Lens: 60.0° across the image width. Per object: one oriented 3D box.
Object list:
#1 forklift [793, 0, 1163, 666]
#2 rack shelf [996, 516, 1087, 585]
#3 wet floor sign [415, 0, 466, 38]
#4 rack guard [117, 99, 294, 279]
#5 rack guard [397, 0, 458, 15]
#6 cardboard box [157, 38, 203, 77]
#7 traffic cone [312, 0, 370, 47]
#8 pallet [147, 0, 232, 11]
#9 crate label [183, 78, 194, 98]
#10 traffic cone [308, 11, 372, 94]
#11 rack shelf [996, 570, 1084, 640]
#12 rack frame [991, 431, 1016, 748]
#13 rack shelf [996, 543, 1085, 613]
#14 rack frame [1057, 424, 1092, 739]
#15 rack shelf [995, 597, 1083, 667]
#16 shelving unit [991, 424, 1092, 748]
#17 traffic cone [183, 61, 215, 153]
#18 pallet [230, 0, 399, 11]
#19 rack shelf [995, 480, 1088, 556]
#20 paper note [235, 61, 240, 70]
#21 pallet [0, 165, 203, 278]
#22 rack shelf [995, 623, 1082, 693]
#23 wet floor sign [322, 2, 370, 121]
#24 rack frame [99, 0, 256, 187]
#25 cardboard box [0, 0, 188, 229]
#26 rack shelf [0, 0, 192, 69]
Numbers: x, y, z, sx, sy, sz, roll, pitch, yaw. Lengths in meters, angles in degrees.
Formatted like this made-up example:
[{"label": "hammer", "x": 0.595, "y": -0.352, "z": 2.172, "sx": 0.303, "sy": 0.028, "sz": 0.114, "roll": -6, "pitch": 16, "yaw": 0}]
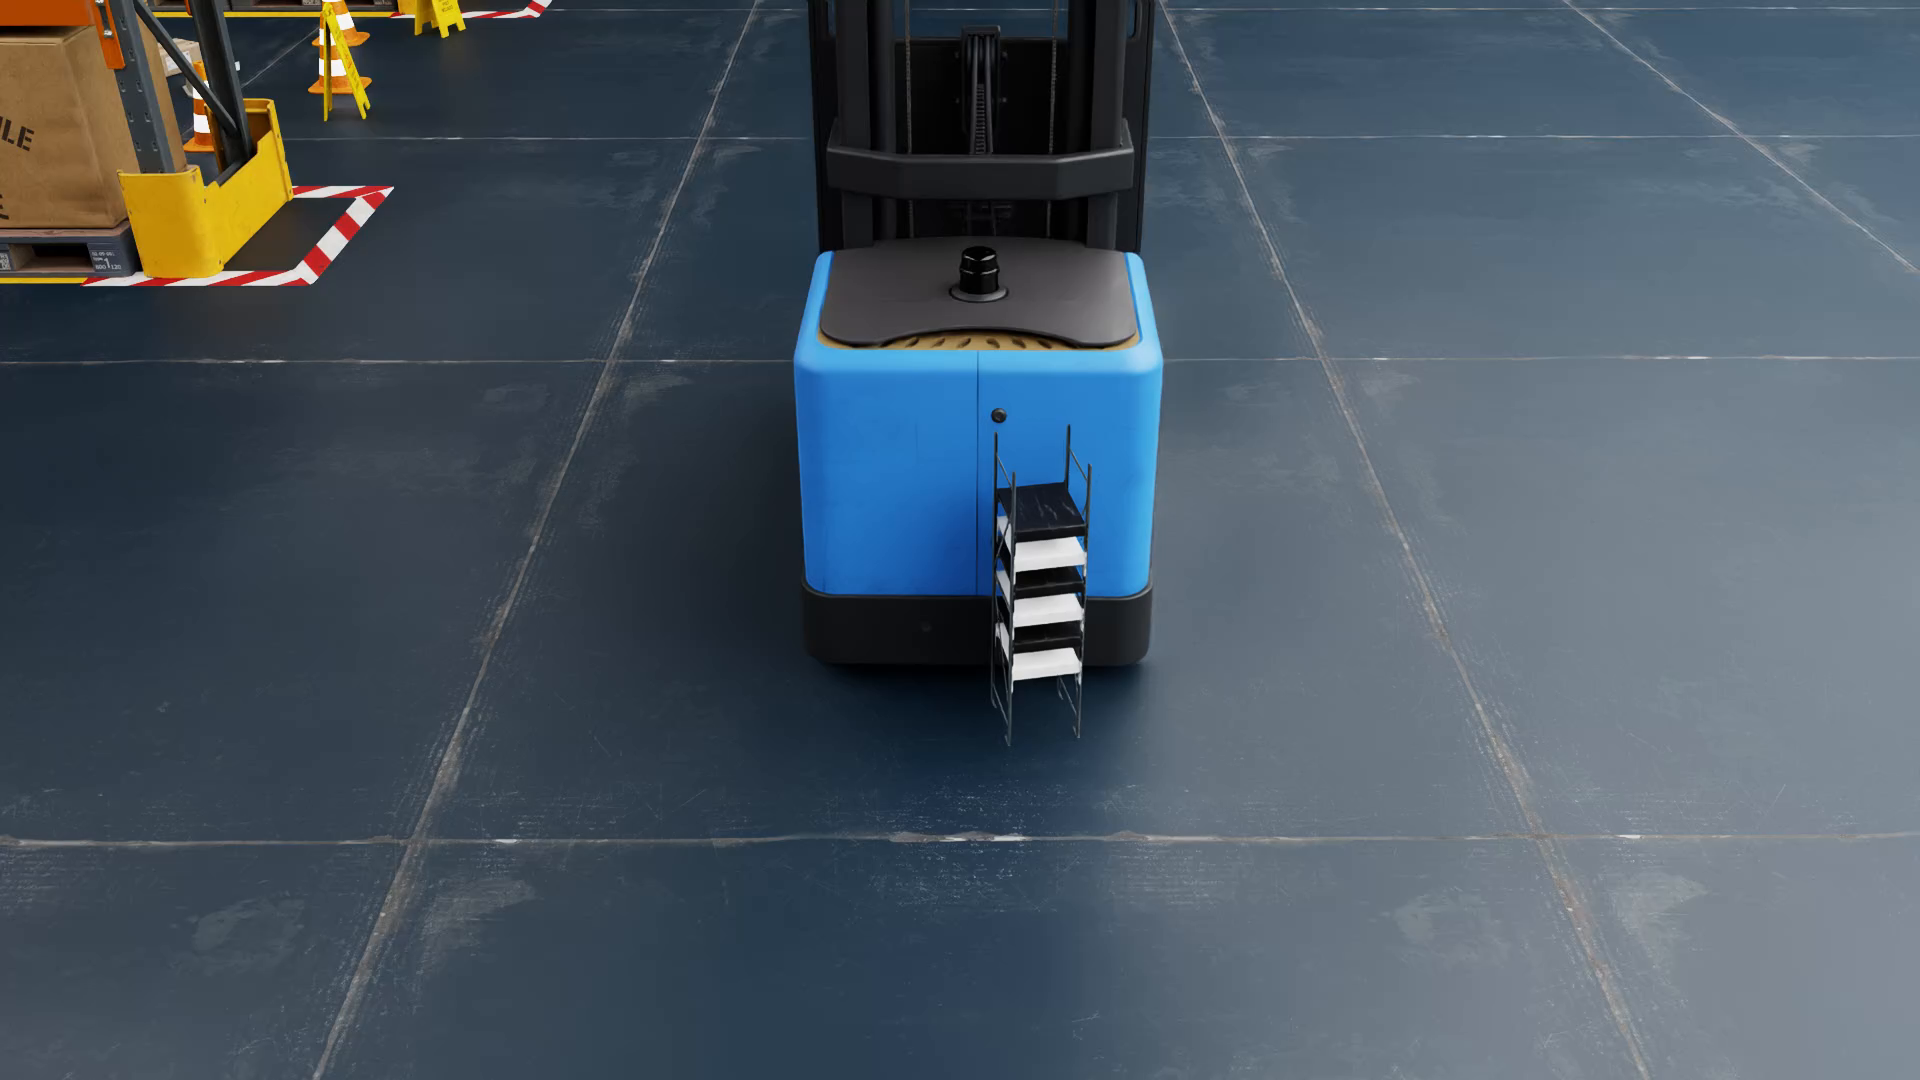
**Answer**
[{"label": "forklift", "x": 0.071, "y": -1.602, "z": 5.564, "sx": 1.130, "sy": 2.935, "sz": 3.031, "roll": 0, "pitch": 31, "yaw": 1}, {"label": "rack shelf", "x": 0.218, "y": 0.015, "z": 4.575, "sx": 0.200, "sy": 0.077, "sz": 0.258, "roll": -6, "pitch": 32, "yaw": -10}, {"label": "wet floor sign", "x": -3.619, "y": -3.813, "z": 11.413, "sx": 0.232, "sy": 0.644, "sz": 0.267, "roll": 10, "pitch": 33, "yaw": 17}, {"label": "rack guard", "x": -3.660, "y": -1.738, "z": 8.133, "sx": 0.348, "sy": 0.500, "sz": 1.175, "roll": 0, "pitch": 31, "yaw": 0}, {"label": "rack guard", "x": -3.891, "y": -4.305, "z": 12.364, "sx": 0.348, "sy": 0.500, "sz": 1.175, "roll": 0, "pitch": 31, "yaw": 0}, {"label": "cardboard box", "x": -5.113, "y": -3.104, "z": 10.722, "sx": 0.250, "sy": 0.149, "sz": 0.380, "roll": 16, "pitch": 35, "yaw": 25}, {"label": "traffic cone", "x": -4.237, "y": -3.619, "z": 11.269, "sx": 0.334, "sy": 0.463, "sz": 0.336, "roll": 0, "pitch": 31, "yaw": 0}, {"label": "pallet", "x": -5.921, "y": -4.195, "z": 12.461, "sx": 1.213, "sy": 0.211, "sz": 1.003, "roll": 0, "pitch": 31, "yaw": 0}, {"label": "crate label", "x": -4.676, "y": -2.871, "z": 10.349, "sx": 0.298, "sy": 0.136, "sz": 0.250, "roll": -17, "pitch": 35, "yaw": -26}, {"label": "traffic cone", "x": -3.891, "y": -3.045, "z": 10.322, "sx": 0.334, "sy": 0.463, "sz": 0.336, "roll": 0, "pitch": 31, "yaw": 0}, {"label": "rack shelf", "x": 0.218, "y": 0.168, "z": 4.669, "sx": 0.200, "sy": 0.077, "sz": 0.258, "roll": -6, "pitch": 32, "yaw": -10}, {"label": "rack frame", "x": 0.118, "y": 0.150, "z": 4.634, "sx": 0.006, "sy": 0.900, "sz": 0.240, "roll": -6, "pitch": 32, "yaw": -10}, {"label": "rack shelf", "x": 0.218, "y": 0.092, "z": 4.622, "sx": 0.200, "sy": 0.077, "sz": 0.258, "roll": -6, "pitch": 32, "yaw": -10}, {"label": "rack frame", "x": 0.318, "y": 0.129, "z": 4.669, "sx": 0.006, "sy": 0.900, "sz": 0.240, "roll": -6, "pitch": 32, "yaw": -10}, {"label": "rack shelf", "x": 0.218, "y": 0.245, "z": 4.716, "sx": 0.200, "sy": 0.077, "sz": 0.258, "roll": -6, "pitch": 32, "yaw": -10}, {"label": "shelving unit", "x": 0.218, "y": 0.140, "z": 4.651, "sx": 0.210, "sy": 0.900, "sz": 0.258, "roll": -6, "pitch": 32, "yaw": -10}, {"label": "traffic cone", "x": -4.224, "y": -2.457, "z": 9.354, "sx": 0.334, "sy": 0.463, "sz": 0.336, "roll": 0, "pitch": 31, "yaw": 0}, {"label": "pallet", "x": -4.704, "y": -4.198, "z": 12.465, "sx": 1.213, "sy": 0.211, "sz": 1.003, "roll": 0, "pitch": 31, "yaw": 0}, {"label": "rack shelf", "x": 0.218, "y": -0.062, "z": 4.528, "sx": 0.200, "sy": 0.077, "sz": 0.258, "roll": -6, "pitch": 32, "yaw": -10}, {"label": "paper note", "x": -4.748, "y": -3.069, "z": 10.780, "sx": 0.142, "sy": 0.019, "sz": 0.148, "roll": -11, "pitch": 33, "yaw": -17}, {"label": "pallet", "x": -4.483, "y": -1.572, "z": 8.137, "sx": 1.213, "sy": 0.211, "sz": 1.003, "roll": 0, "pitch": 31, "yaw": 0}, {"label": "rack shelf", "x": 0.218, "y": 0.322, "z": 4.762, "sx": 0.200, "sy": 0.077, "sz": 0.258, "roll": -6, "pitch": 32, "yaw": -10}, {"label": "wet floor sign", "x": -3.667, "y": -2.828, "z": 9.788, "sx": 0.232, "sy": 0.644, "sz": 0.267, "roll": -5, "pitch": 32, "yaw": -9}, {"label": "rack frame", "x": -3.684, "y": -2.807, "z": 7.485, "sx": 0.127, "sy": 3.000, "sz": 1.000, "roll": 0, "pitch": 31, "yaw": 0}, {"label": "cardboard box", "x": -4.362, "y": -2.042, "z": 7.867, "sx": 0.875, "sy": 0.875, "sz": 0.875, "roll": 0, "pitch": 31, "yaw": 0}, {"label": "rack shelf", "x": -5.684, "y": -2.493, "z": 7.661, "sx": 4.000, "sy": 0.370, "sz": 1.077, "roll": 0, "pitch": 31, "yaw": 0}]
